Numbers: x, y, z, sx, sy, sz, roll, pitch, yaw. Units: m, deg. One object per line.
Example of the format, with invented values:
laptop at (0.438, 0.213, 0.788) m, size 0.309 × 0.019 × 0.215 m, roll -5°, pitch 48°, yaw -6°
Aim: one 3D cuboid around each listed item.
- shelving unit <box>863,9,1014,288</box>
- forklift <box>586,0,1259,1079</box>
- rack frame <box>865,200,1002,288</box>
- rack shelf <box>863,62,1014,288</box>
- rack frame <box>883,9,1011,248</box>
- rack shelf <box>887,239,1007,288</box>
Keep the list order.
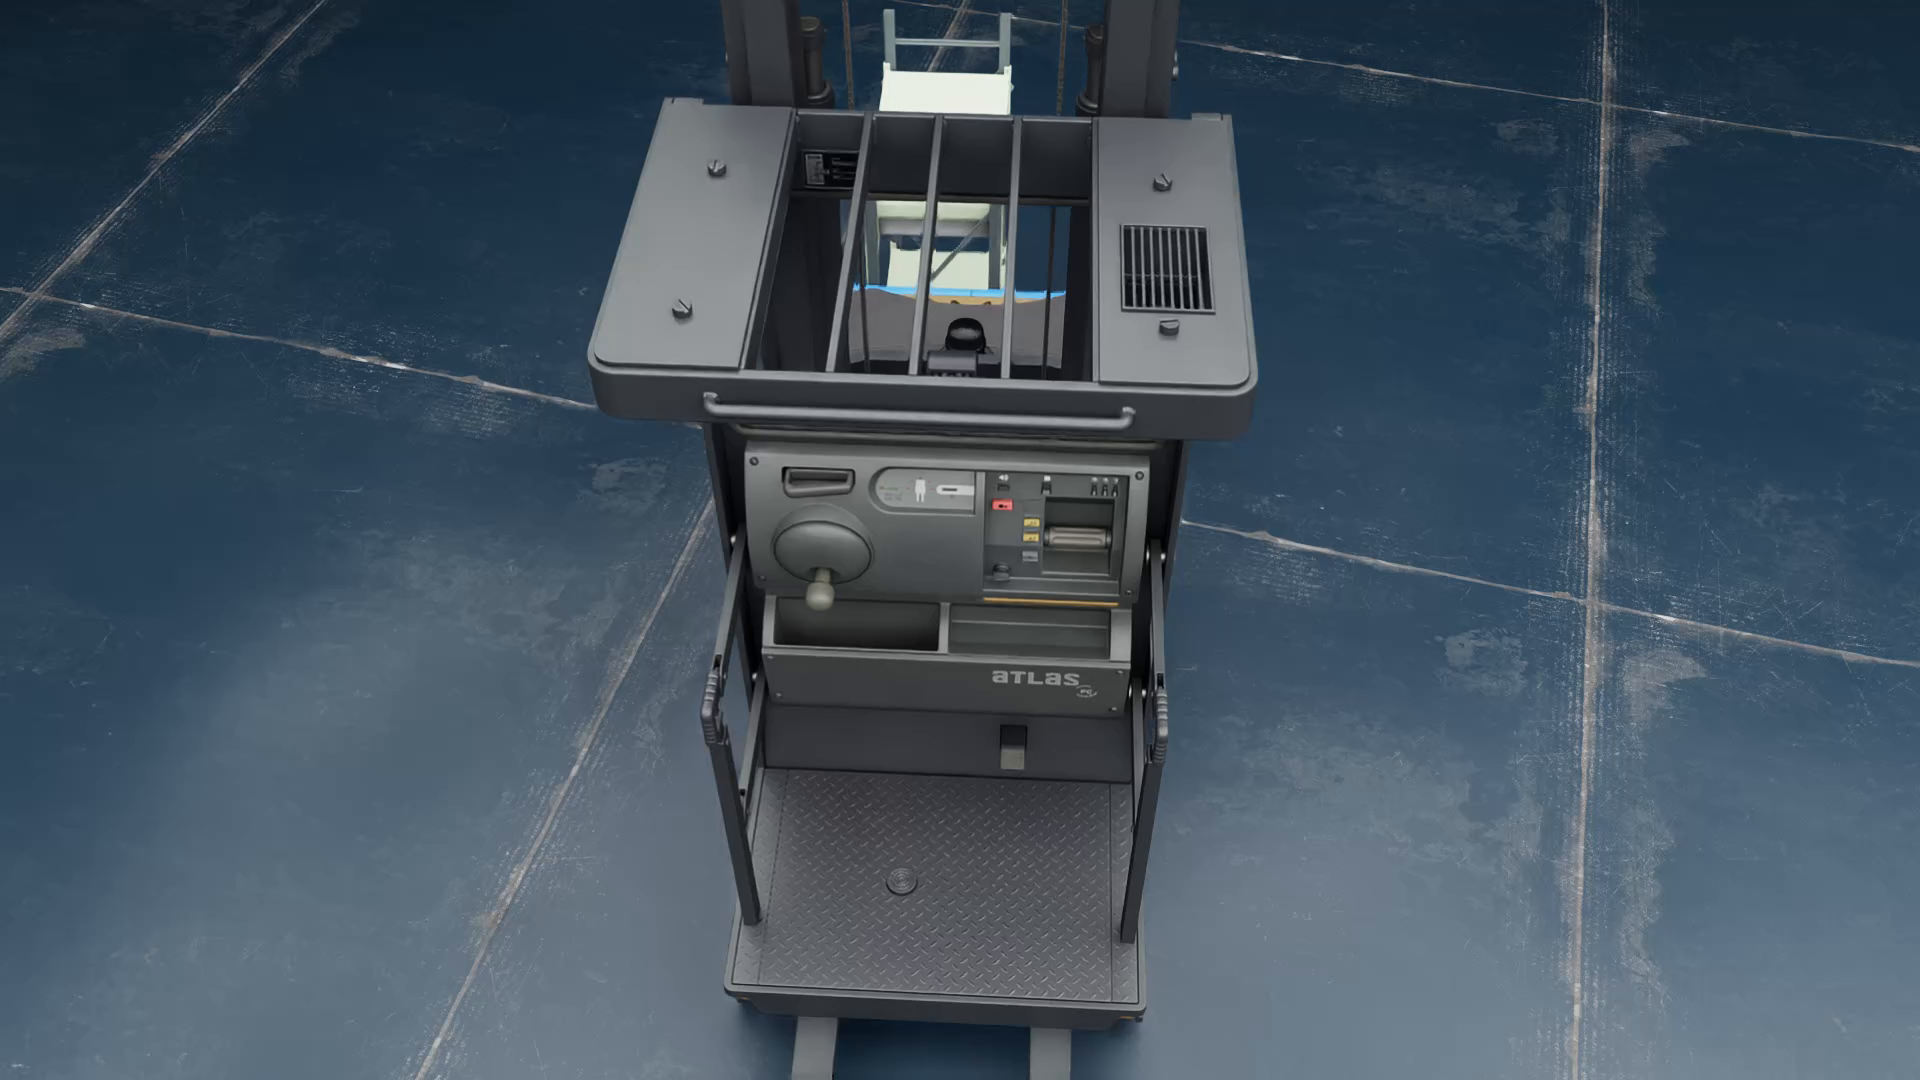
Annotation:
shelving unit at (-0.059, -0.879, 5.526) m, size 0.431 × 1.500 × 0.755 m, roll 2°, pitch 49°, yaw 2°
forklift at (-0.042, 0.084, 3.721) m, size 1.130 × 2.935 × 3.031 m, roll 2°, pitch 49°, yaw 2°
rack frame at (-0.079, -0.605, 5.284) m, size 0.400 × 1.500 × 0.023 m, roll 2°, pitch 49°, yaw 2°
rack shelf at (-0.059, -1.137, 5.233) m, size 0.431 × 0.370 × 0.720 m, roll 2°, pitch 49°, yaw 2°
rack frame at (-0.040, -1.153, 5.767) m, size 0.400 × 1.500 × 0.023 m, roll 2°, pitch 49°, yaw 2°
rack shelf at (-0.059, -0.663, 5.770) m, size 0.431 × 0.370 × 0.720 m, roll 2°, pitch 49°, yaw 2°
